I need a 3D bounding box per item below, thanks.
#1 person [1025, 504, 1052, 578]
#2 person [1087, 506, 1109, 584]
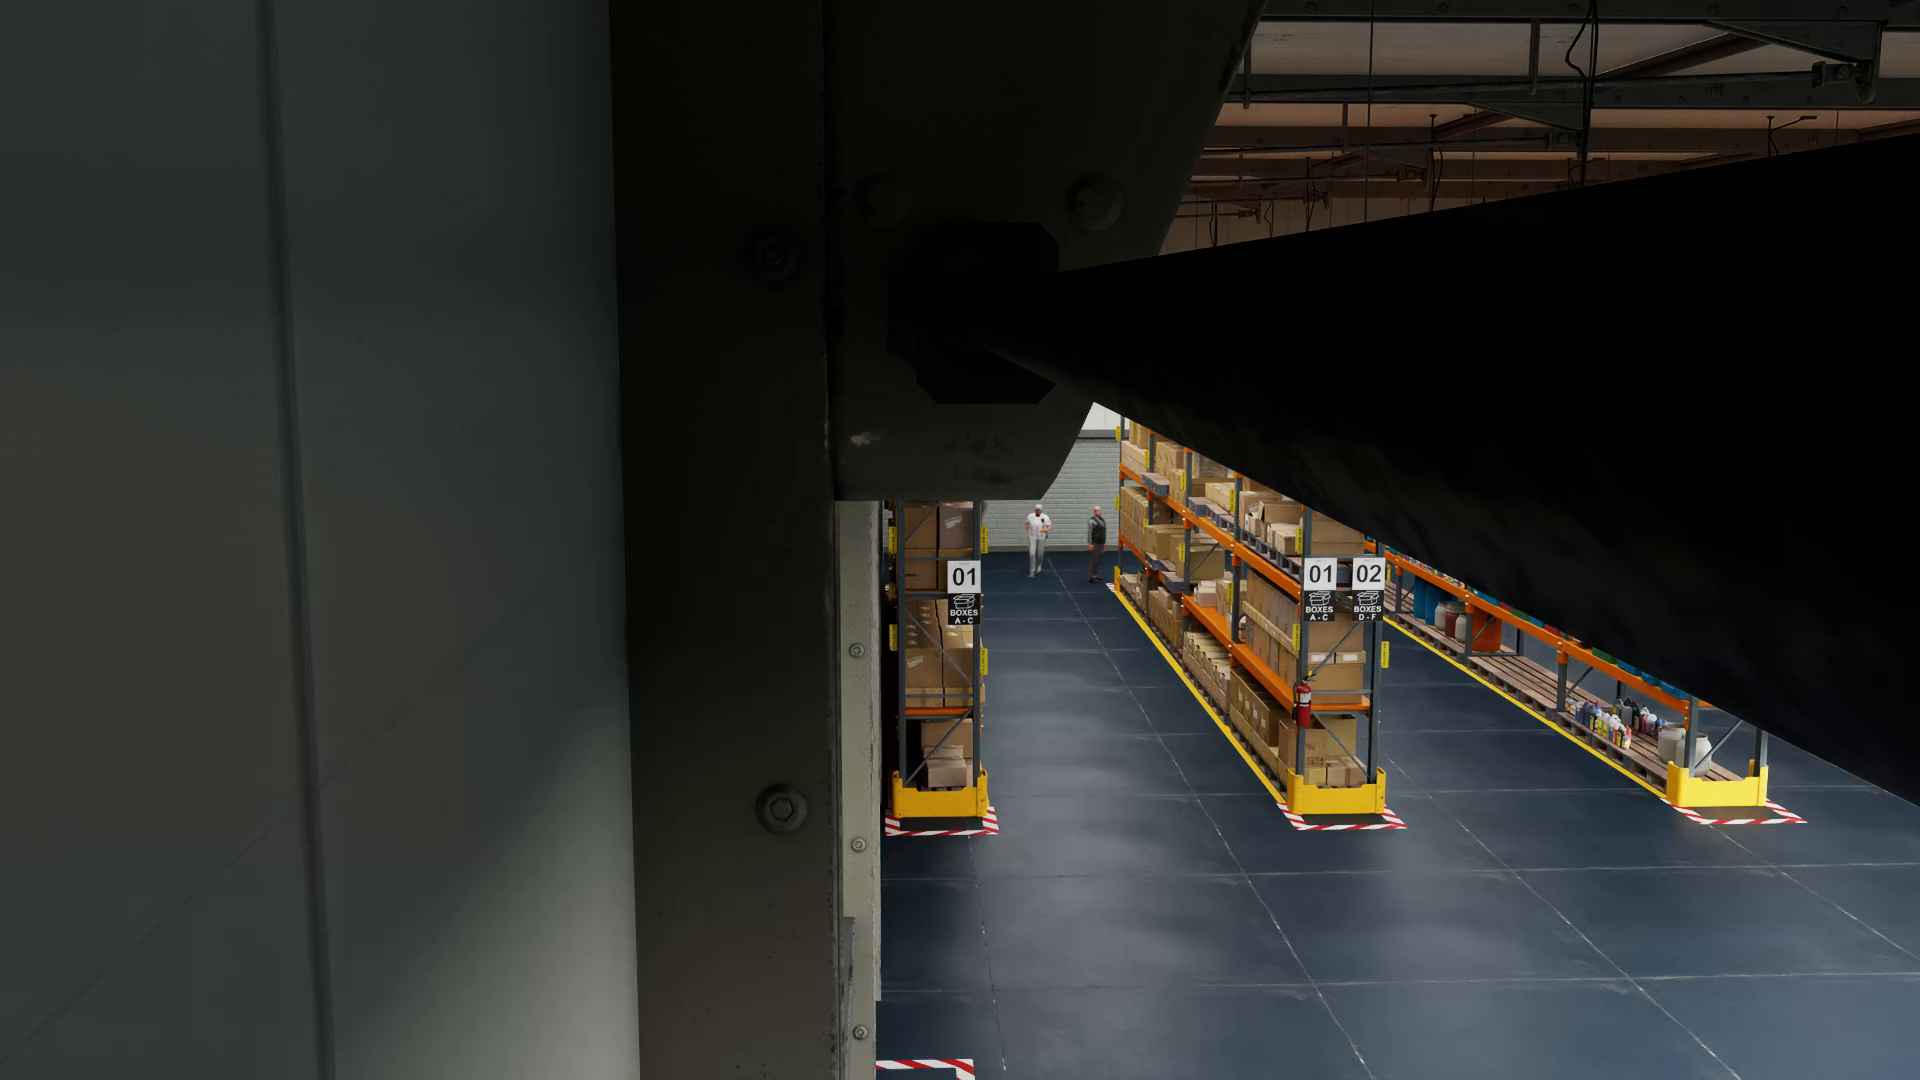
[{"bbox_3d":[1.813,0.005,38.462,0.609,1.706,0.773,0,8,-1],"label":"person"},{"bbox_3d":[3.094,0.100,37.452,0.379,1.731,0.581,6,10,36],"label":"person"}]
